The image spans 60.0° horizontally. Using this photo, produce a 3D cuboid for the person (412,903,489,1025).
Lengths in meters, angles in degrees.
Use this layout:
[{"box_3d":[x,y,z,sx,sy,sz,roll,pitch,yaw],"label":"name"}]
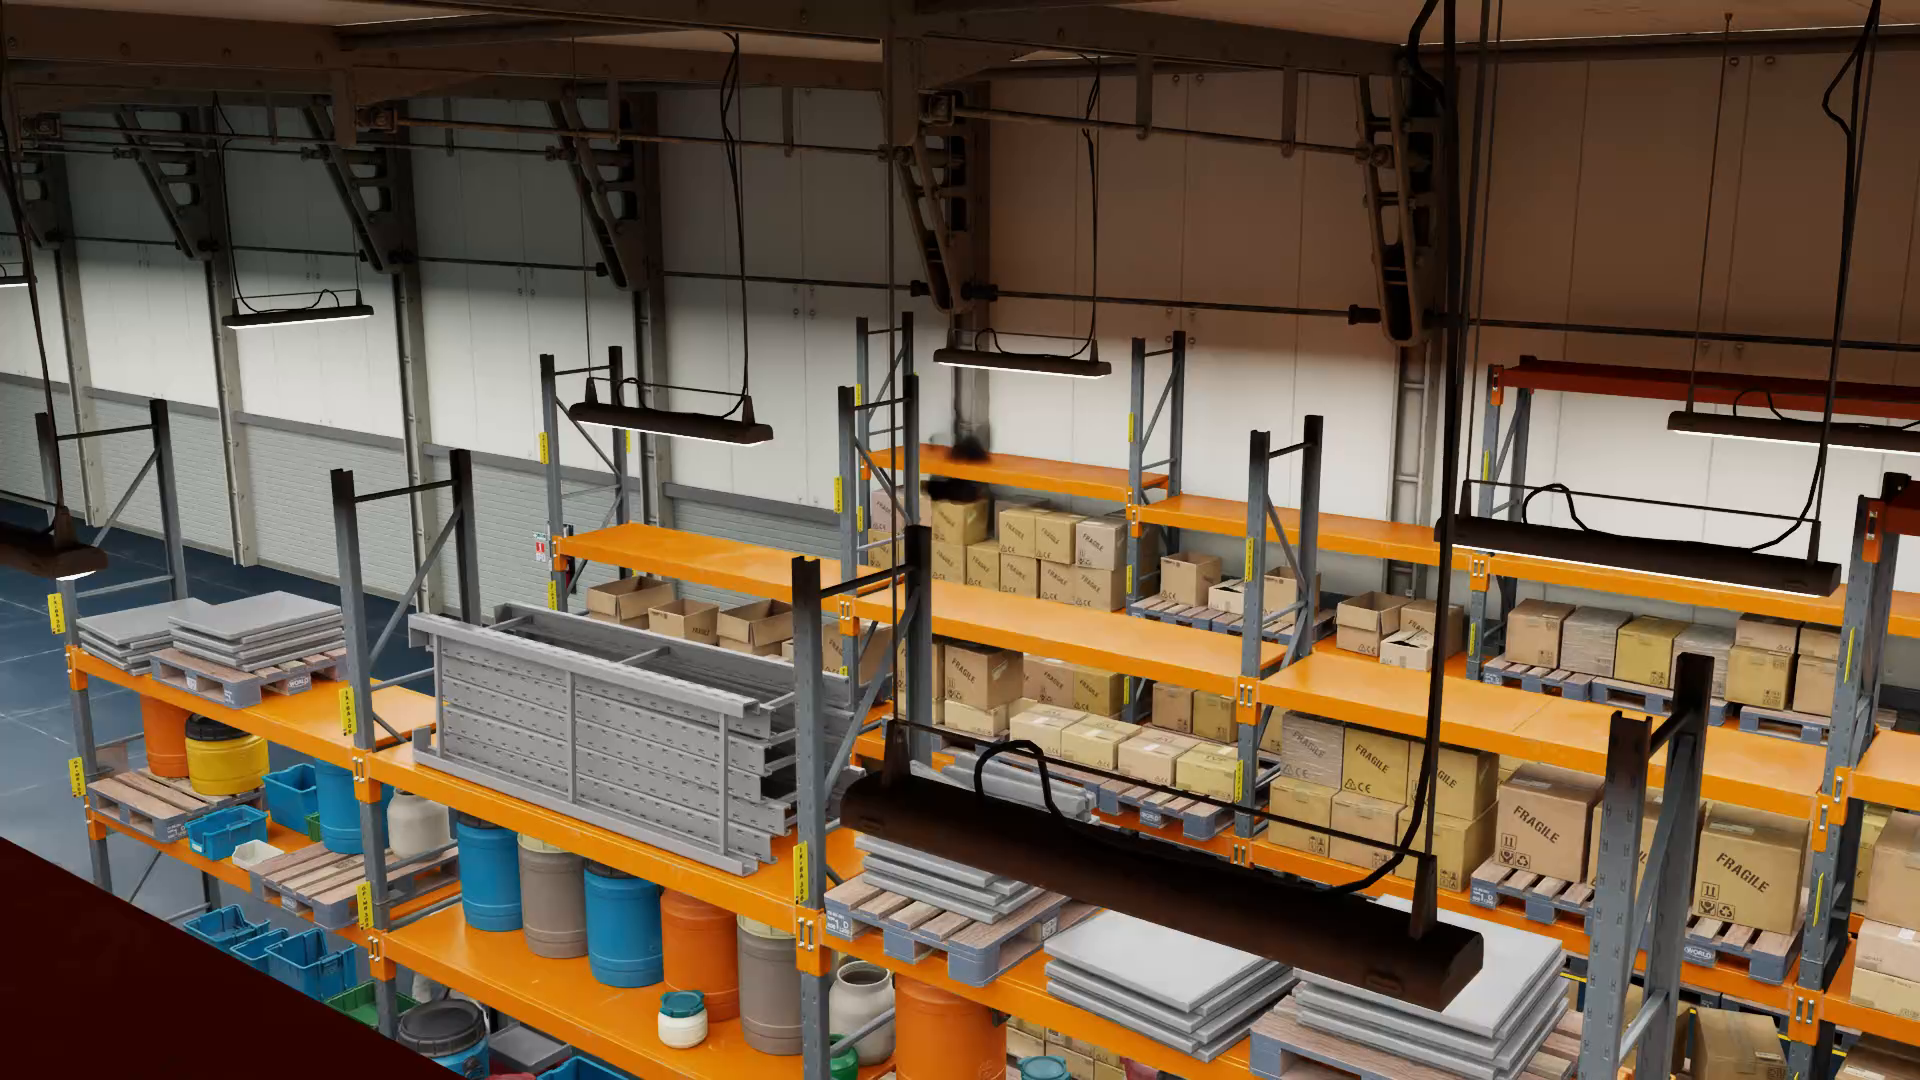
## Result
[{"box_3d":[-4.753,3.778,15.174,0.951,1.673,0.565,5,14,21],"label":"person"}]
